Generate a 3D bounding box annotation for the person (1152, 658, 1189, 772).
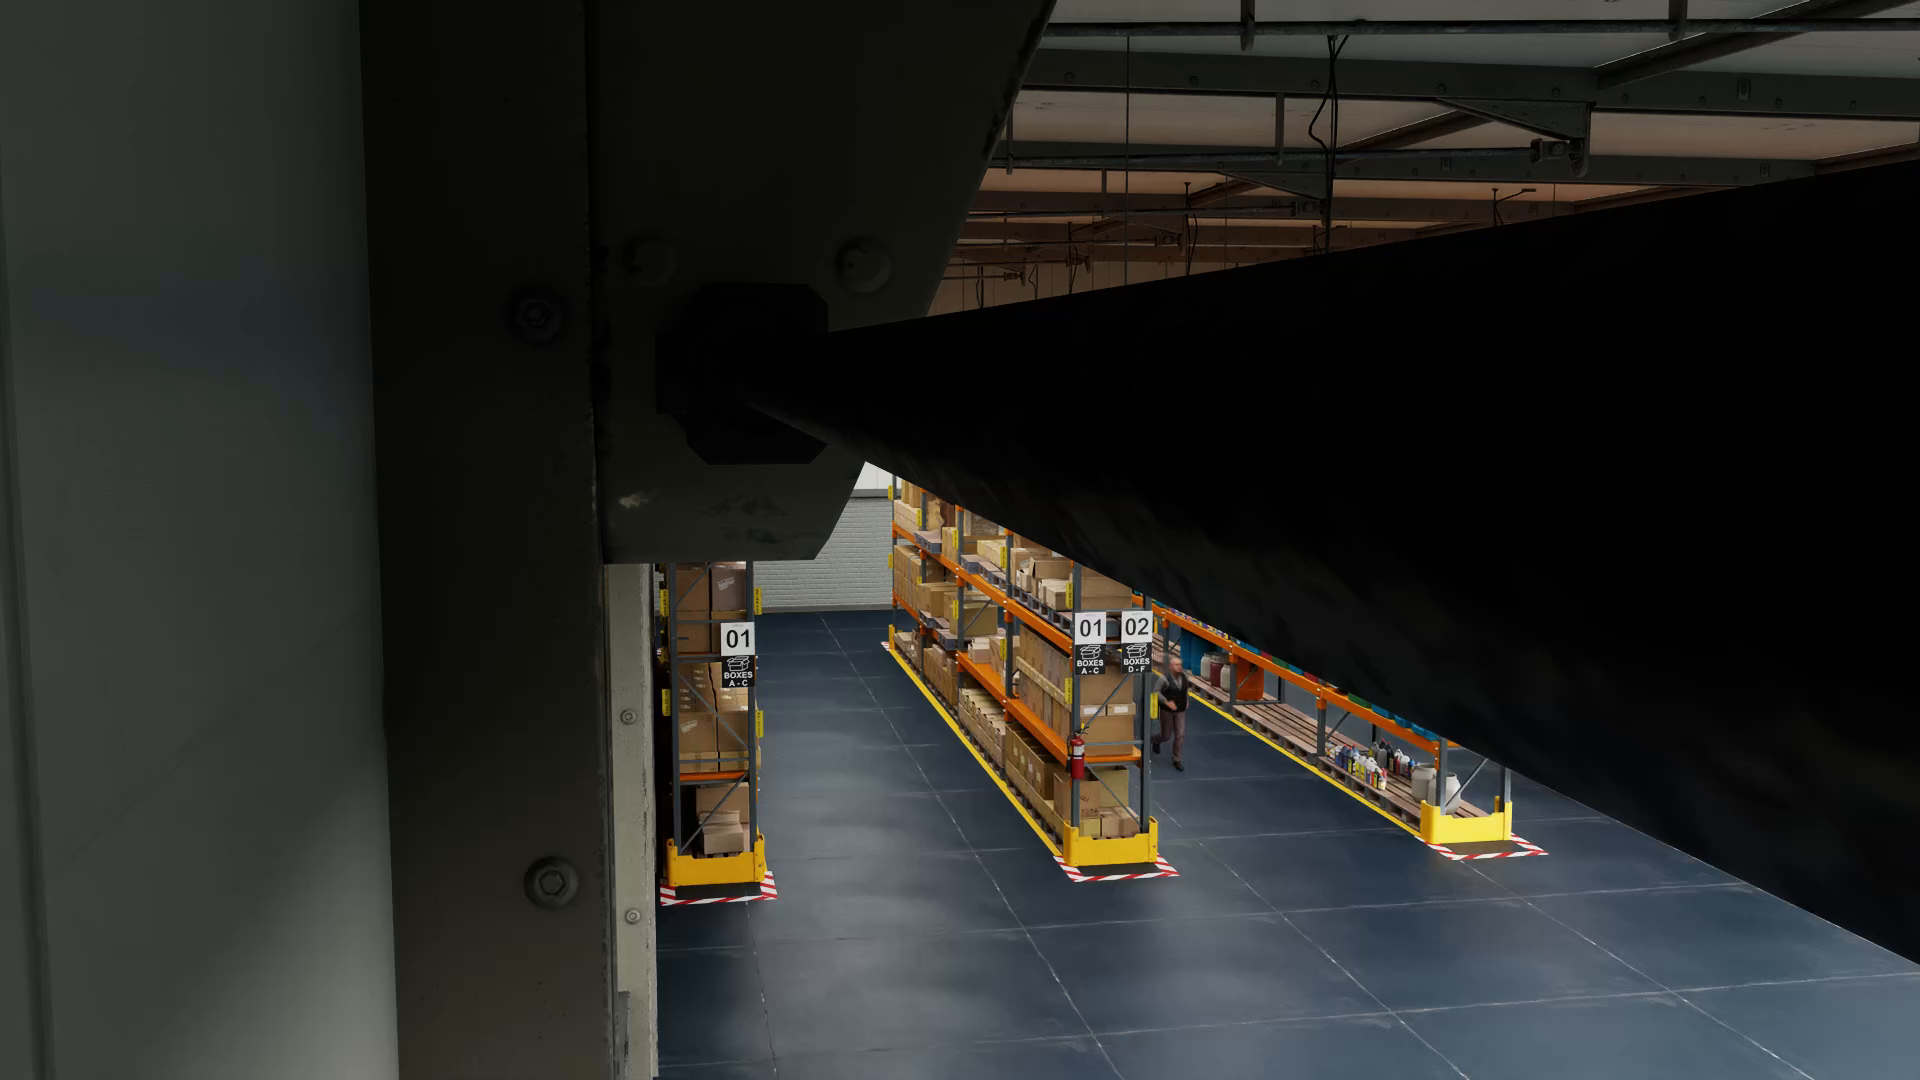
[{"bbox_3d":[3.308,2.683,26.001,0.683,1.714,0.945,-3,7,-23],"label":"person"}]
